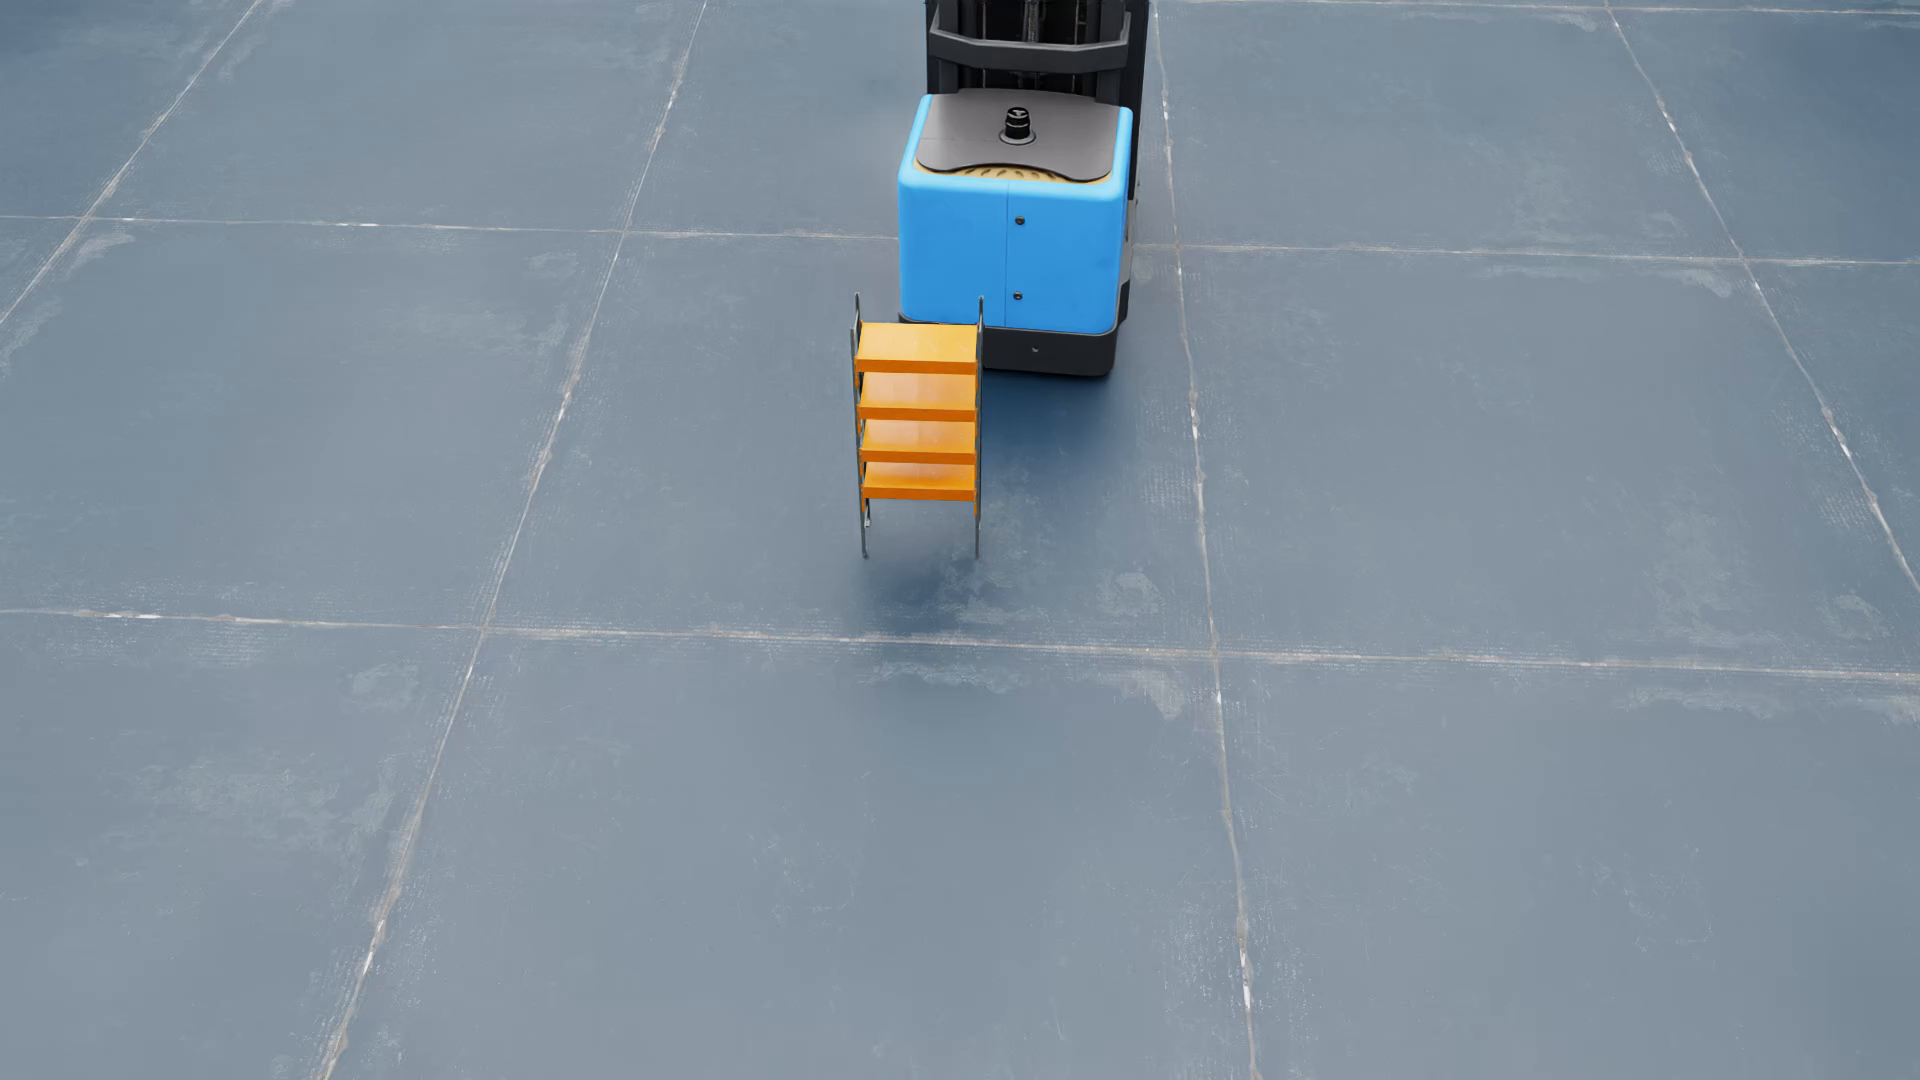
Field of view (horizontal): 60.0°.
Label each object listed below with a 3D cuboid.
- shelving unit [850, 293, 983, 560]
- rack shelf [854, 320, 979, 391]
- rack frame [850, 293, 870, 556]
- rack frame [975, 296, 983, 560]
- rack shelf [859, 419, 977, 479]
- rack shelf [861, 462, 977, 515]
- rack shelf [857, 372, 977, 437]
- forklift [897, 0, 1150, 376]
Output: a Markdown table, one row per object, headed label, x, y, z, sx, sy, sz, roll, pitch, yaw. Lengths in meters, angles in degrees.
| label | x | y | z | sx | sy | sz | roll | pitch | yaw |
| --- | --- | --- | --- | --- | --- | --- | --- | --- | --- |
| shelving unit | -0.165 | -0.444 | 6.846 | 0.503 | 1.200 | 0.258 | 2 | 43 | 2 |
| rack shelf | -0.165 | -0.732 | 6.579 | 0.480 | 0.148 | 0.258 | 2 | 43 | 2 |
| rack frame | -0.409 | -0.452 | 6.855 | 0.015 | 1.200 | 0.240 | 2 | 43 | 2 |
| rack frame | 0.078 | -0.437 | 6.838 | 0.015 | 1.200 | 0.240 | 2 | 43 | 2 |
| rack shelf | -0.165 | -0.395 | 6.892 | 0.480 | 0.148 | 0.258 | 2 | 43 | 2 |
| rack shelf | -0.165 | -0.250 | 7.028 | 0.480 | 0.148 | 0.258 | 2 | 43 | 2 |
| rack shelf | -0.165 | -0.559 | 6.740 | 0.480 | 0.148 | 0.258 | 2 | 43 | 2 |
| forklift | 0.409 | -2.867 | 8.177 | 1.130 | 2.935 | 3.031 | 5 | 43 | 6 |
